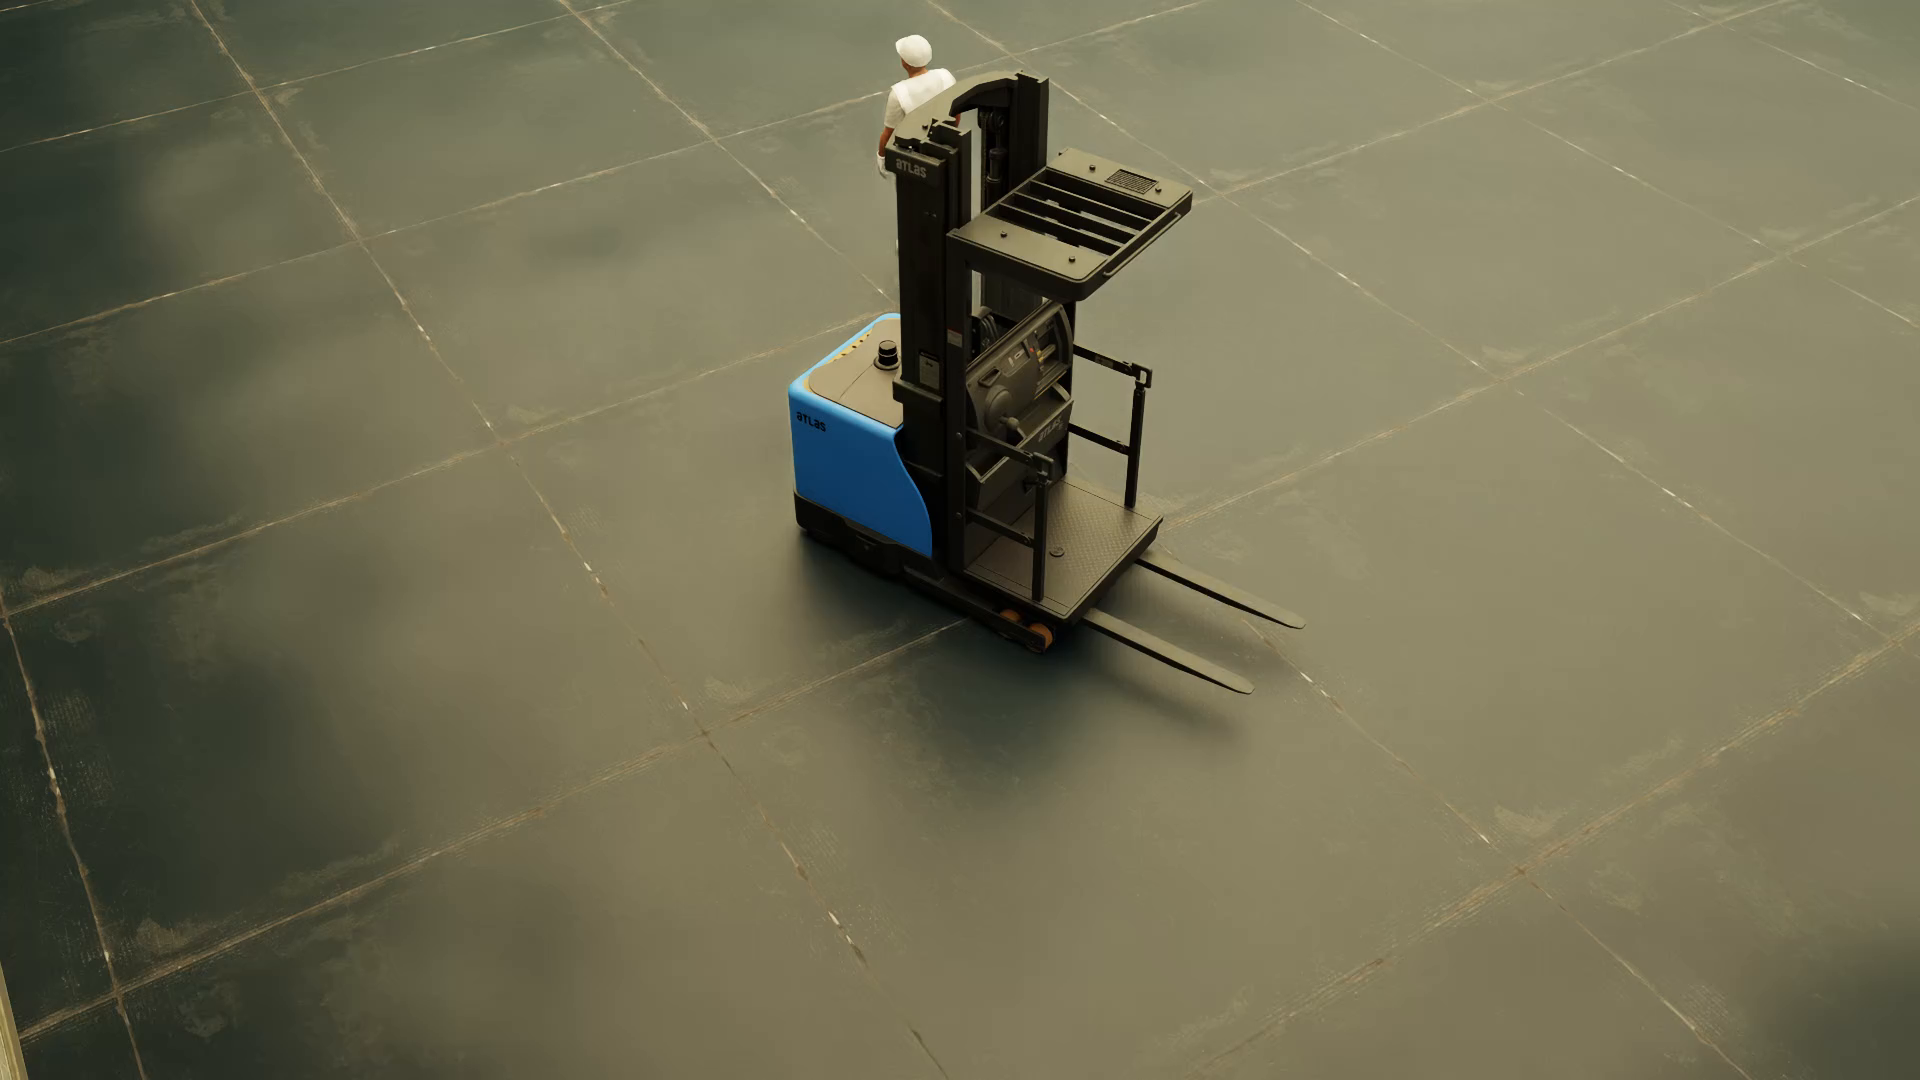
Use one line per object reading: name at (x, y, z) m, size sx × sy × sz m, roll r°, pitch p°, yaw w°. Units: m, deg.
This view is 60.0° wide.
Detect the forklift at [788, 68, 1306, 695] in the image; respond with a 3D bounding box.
forklift at (0.496, -0.872, 8.869) m, size 3.031 × 2.935 × 1.130 m, roll 25°, pitch 47°, yaw 26°

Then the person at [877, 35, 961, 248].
person at (-0.327, -2.844, 11.986) m, size 0.656 × 1.781 × 0.577 m, roll -21°, pitch 45°, yaw -22°
